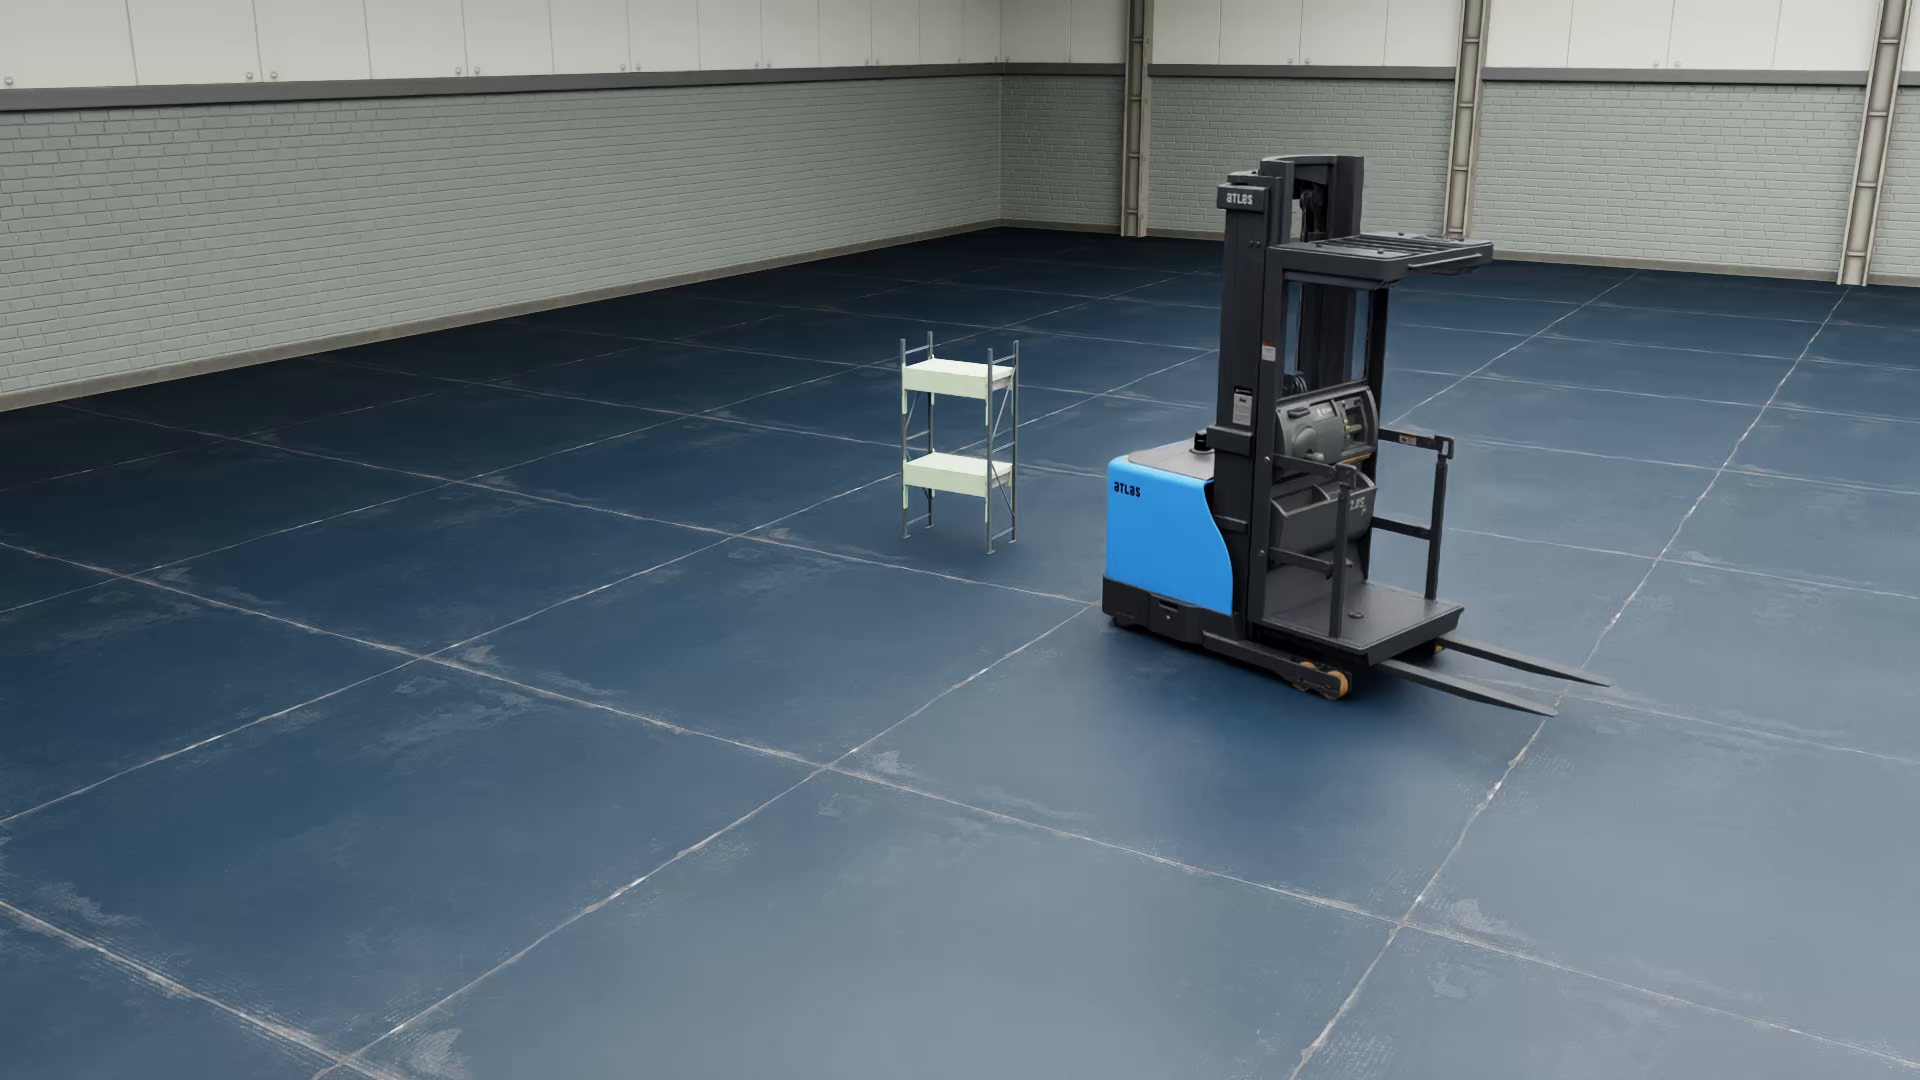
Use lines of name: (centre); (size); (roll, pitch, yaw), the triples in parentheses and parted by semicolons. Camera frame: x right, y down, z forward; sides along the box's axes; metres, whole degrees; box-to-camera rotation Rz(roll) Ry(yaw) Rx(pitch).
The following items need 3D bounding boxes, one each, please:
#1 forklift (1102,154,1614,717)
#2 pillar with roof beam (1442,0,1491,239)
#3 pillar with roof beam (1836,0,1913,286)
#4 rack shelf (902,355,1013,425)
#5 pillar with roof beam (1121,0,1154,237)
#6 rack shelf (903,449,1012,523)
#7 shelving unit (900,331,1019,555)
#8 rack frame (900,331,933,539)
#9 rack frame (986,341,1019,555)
forklift: (2.282, -0.665, 9.526); (1.130, 2.935, 3.031); (-15, 23, -41)
pillar with roof beam: (6.111, -8.022, 23.308); (0.400, 9.000, 9.100); (10, 20, 30)
pillar with roof beam: (11.224, -7.110, 20.304); (0.400, 9.000, 9.100); (10, 20, 30)
rack shelf: (-0.006, -1.092, 12.053); (0.720, 0.370, 0.431); (10, 20, 30)
pillar with roof beam: (0.998, -8.935, 26.313); (0.400, 9.000, 9.100); (10, 20, 30)
rack shelf: (-0.006, -0.407, 12.261); (0.720, 0.370, 0.431); (10, 20, 30)
shelving unit: (-0.006, -0.719, 12.167); (0.755, 1.500, 0.431); (10, 20, 30)
rack frame: (-0.318, -0.774, 12.350); (0.023, 1.500, 0.400); (10, 20, 30)
rack frame: (0.306, -0.663, 11.983); (0.023, 1.500, 0.400); (10, 20, 30)
